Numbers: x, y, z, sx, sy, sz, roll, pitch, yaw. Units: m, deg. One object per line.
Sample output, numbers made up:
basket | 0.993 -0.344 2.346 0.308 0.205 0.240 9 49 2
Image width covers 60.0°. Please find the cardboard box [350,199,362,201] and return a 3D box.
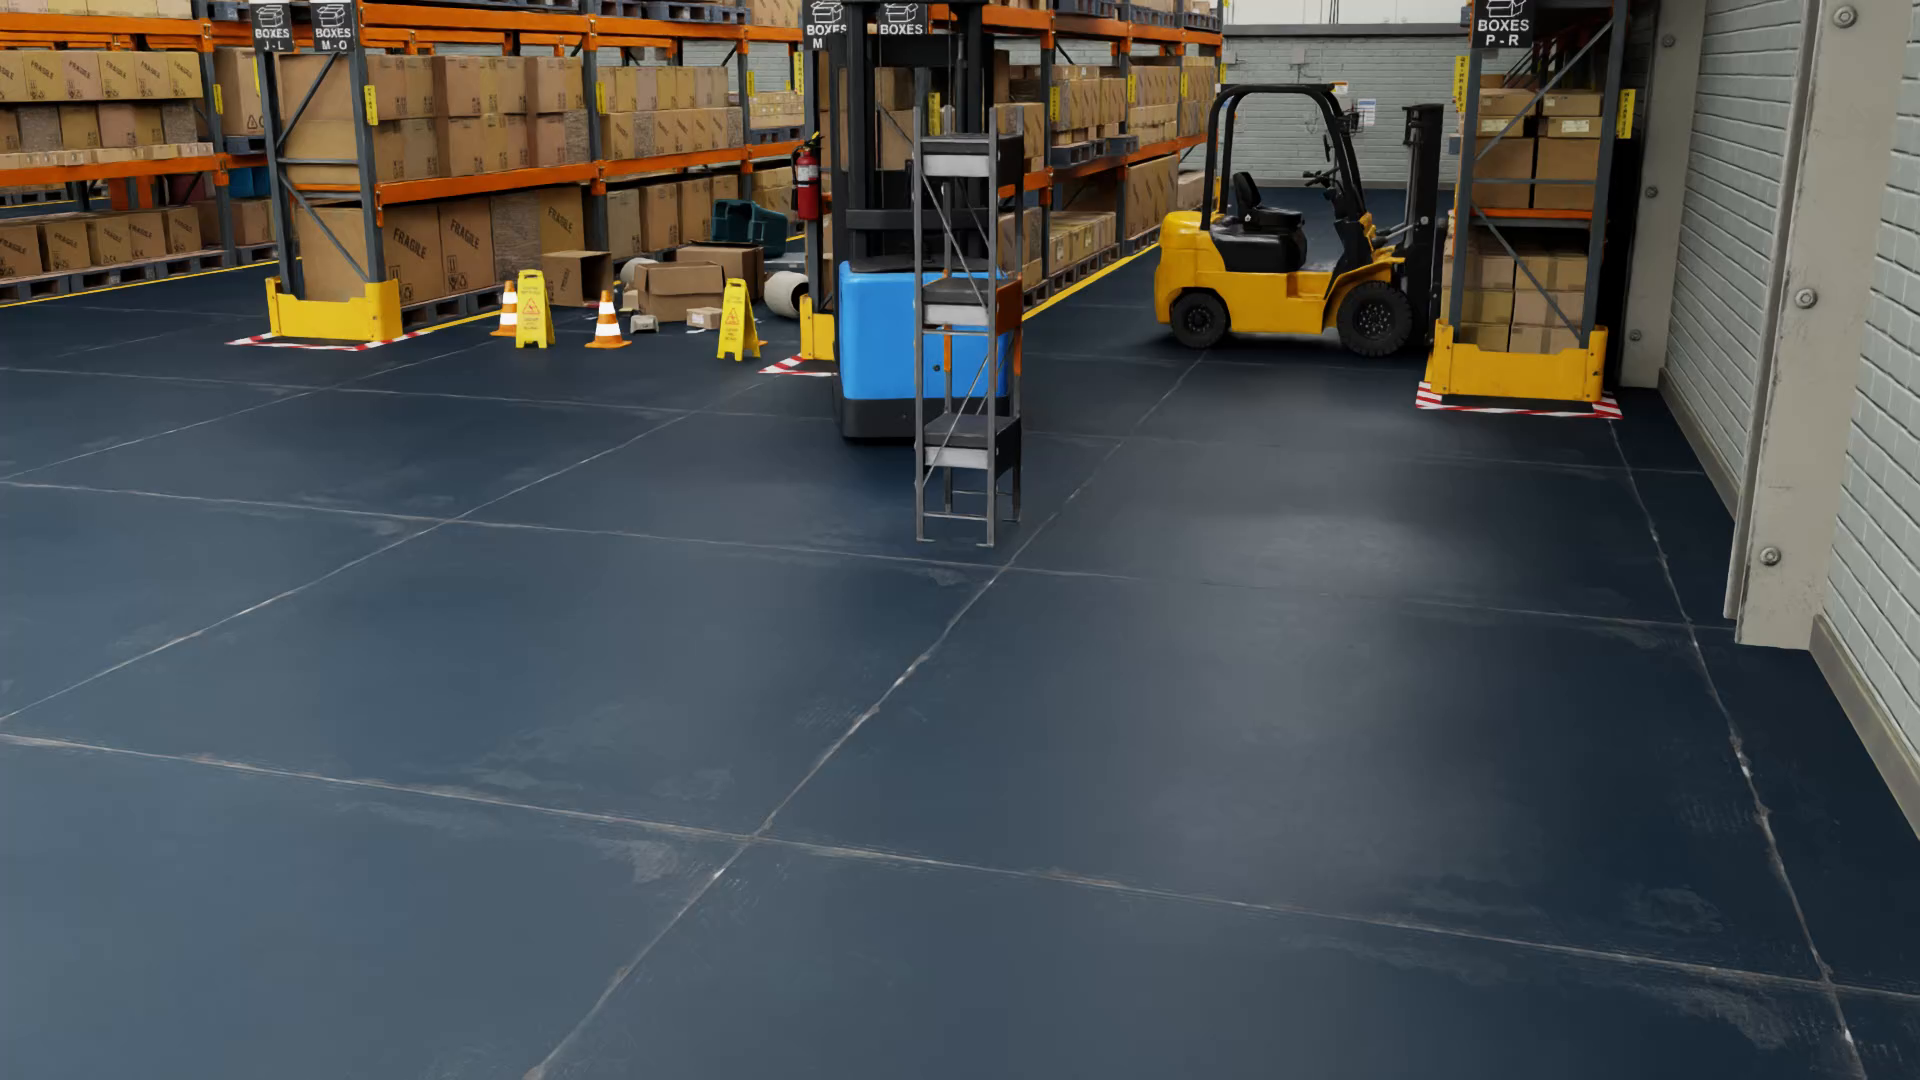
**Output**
cardboard box | -8.269 -4.447 22.285 0.700 0.500 0.500 3 16 11

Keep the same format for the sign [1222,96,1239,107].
sign | 5.374 -8.712 33.052 0.327 0.218 0.001 5 16 16

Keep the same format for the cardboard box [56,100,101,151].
cardboard box | -9.679 -4.398 17.610 0.875 0.500 0.500 5 16 16

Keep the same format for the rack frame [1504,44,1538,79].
rack frame | 8.583 -6.701 26.458 1.000 3.000 0.127 5 16 16

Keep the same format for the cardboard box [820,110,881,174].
cardboard box | -0.834 -3.254 13.575 0.500 0.500 0.500 4 16 15

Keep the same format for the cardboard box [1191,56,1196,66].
cardboard box | 3.347 -7.208 25.042 0.380 0.149 0.250 4 16 14

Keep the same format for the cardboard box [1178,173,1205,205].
cardboard box | 3.479 -5.634 26.622 0.875 0.438 0.875 5 17 17

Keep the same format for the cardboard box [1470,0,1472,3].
cardboard box | 6.568 -6.776 20.731 0.380 0.149 0.250 5 17 17

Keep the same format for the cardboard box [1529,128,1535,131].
cardboard box | 4.861 -3.073 13.482 0.500 0.500 0.500 5 17 17

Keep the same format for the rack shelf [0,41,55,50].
rack shelf | -16.880 -8.150 27.388 1.077 0.370 4.000 5 16 16

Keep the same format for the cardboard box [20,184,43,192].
cardboard box | -16.326 -6.305 28.837 0.500 0.500 0.500 5 16 16

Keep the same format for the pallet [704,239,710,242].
pallet | -3.521 -3.808 21.367 1.003 0.211 1.213 5 16 16

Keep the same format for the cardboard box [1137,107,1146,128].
cardboard box | 2.078 -5.409 21.261 0.500 0.250 0.500 5 17 17

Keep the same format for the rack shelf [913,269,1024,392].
rack shelf | 0.047 -1.040 8.199 0.431 0.518 0.480 5 16 16

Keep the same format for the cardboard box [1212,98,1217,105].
cardboard box | 3.940 -6.987 27.281 0.500 0.500 0.500 5 17 16

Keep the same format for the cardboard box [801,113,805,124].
cardboard box | -2.379 -6.017 23.736 0.380 0.149 0.250 5 17 18

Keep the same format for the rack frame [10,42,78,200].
rack frame | -16.312 -7.576 29.544 1.000 3.000 0.127 5 16 16

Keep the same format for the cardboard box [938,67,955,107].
cardboard box | -0.316 -4.115 14.779 0.700 0.500 0.500 5 16 16

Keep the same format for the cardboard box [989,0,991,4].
cardboard box | 0.045 -4.621 14.089 0.380 0.149 0.250 5 17 17

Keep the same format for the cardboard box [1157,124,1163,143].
cardboard box | 2.493 -5.566 22.730 0.500 0.250 0.500 4 16 14

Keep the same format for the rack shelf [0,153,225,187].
rack shelf | -9.657 -3.845 17.706 1.077 0.370 4.000 5 16 16

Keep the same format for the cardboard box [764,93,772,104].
cardboard box | -2.760 -5.957 22.436 0.380 0.149 0.250 5 16 16

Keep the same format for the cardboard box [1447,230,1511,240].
cardboard box | 4.292 -2.419 13.798 0.500 0.250 0.500 4 16 15

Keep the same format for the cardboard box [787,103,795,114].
cardboard box | -2.531 -6.022 23.208 0.380 0.149 0.250 4 16 15

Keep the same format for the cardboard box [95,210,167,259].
cardboard box | -9.396 -3.462 18.848 0.500 0.500 0.500 11 19 33

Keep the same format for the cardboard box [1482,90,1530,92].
cardboard box | 4.454 -3.595 13.589 0.380 0.149 0.250 5 16 16

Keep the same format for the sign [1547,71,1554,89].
sign | 7.979 -6.170 22.462 0.100 0.325 0.005 5 16 16

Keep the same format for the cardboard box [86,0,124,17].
cardboard box | -9.266 -5.676 17.622 0.500 0.250 0.500 5 16 15

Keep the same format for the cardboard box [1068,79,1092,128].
cardboard box | 1.116 -4.699 17.900 0.500 0.500 0.500 5 16 16

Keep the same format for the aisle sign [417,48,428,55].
aisle sign | -10.126 -9.485 31.507 0.394 0.787 0.004 5 16 16

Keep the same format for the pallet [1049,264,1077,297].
pallet | 0.633 -2.808 17.842 1.003 0.211 1.213 5 16 16

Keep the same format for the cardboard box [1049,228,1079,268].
cardboard box | 0.760 -3.209 18.193 0.950 0.372 0.625 6 17 19

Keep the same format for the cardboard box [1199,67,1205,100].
cardboard box | 3.505 -7.070 25.743 0.500 0.500 0.500 5 16 15

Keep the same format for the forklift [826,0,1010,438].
forklift | -0.345 -2.396 11.406 1.130 2.935 3.031 -1 16 -5

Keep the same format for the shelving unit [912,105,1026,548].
shelving unit | 0.047 -1.053 8.196 0.431 2.100 0.503 5 16 16

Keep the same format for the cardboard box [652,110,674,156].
cardboard box | -3.667 -4.731 19.328 0.500 0.500 0.500 5 16 16

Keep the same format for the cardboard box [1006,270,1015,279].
cardboard box | 0.212 -2.377 15.481 0.500 0.250 0.500 5 17 17

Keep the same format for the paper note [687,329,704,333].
paper note | -2.364 -1.872 14.875 0.148 0.019 0.142 -1 16 -3

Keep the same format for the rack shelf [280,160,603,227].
rack shelf | -4.930 -3.434 16.257 1.077 0.370 4.000 5 16 16

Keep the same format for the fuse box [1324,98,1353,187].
fuse box | 7.376 -7.741 32.486 0.539 1.711 0.414 5 16 16

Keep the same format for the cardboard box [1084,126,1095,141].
cardboard box | 1.270 -4.486 18.338 0.380 0.149 0.250 5 17 18

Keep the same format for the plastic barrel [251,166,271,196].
plastic barrel | -11.735 -6.243 27.918 0.600 0.901 0.708 5 16 16

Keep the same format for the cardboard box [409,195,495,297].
cardboard box | -5.121 -2.849 16.002 0.875 0.875 0.875 4 16 15

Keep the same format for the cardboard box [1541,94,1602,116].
cardboard box | 4.336 -3.090 11.809 0.380 0.149 0.250 4 16 15

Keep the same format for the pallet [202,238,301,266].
pallet | -8.869 -3.576 20.552 1.003 0.211 1.213 5 16 16

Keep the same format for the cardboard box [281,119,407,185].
cardboard box | -5.437 -3.429 14.648 0.875 0.550 0.550 5 16 16

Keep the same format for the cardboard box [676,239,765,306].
cardboard box | -2.394 -2.665 16.553 0.797 0.637 0.503 5 16 16

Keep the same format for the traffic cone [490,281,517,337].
traffic cone | -3.986 -2.065 14.762 0.336 0.463 0.334 5 16 16

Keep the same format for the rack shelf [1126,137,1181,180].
rack shelf | 2.118 -5.169 22.376 1.077 0.370 4.000 5 16 16

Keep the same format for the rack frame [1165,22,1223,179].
rack frame | 3.823 -7.085 27.812 1.000 3.000 0.127 5 16 16

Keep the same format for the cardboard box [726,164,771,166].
cardboard box | -2.990 -5.174 23.510 0.500 0.250 0.500 5 17 17

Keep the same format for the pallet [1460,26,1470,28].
pallet | 7.194 -6.842 21.803 1.213 0.211 1.003 5 16 16

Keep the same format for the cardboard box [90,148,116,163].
cardboard box | -9.308 -4.123 17.829 0.380 0.149 0.250 5 16 16

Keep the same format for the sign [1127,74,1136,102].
sign | 2.072 -5.471 20.146 0.100 0.325 0.005 5 16 16

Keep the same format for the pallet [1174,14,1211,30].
pallet | 3.277 -7.970 25.599 1.003 0.211 1.213 5 16 16
